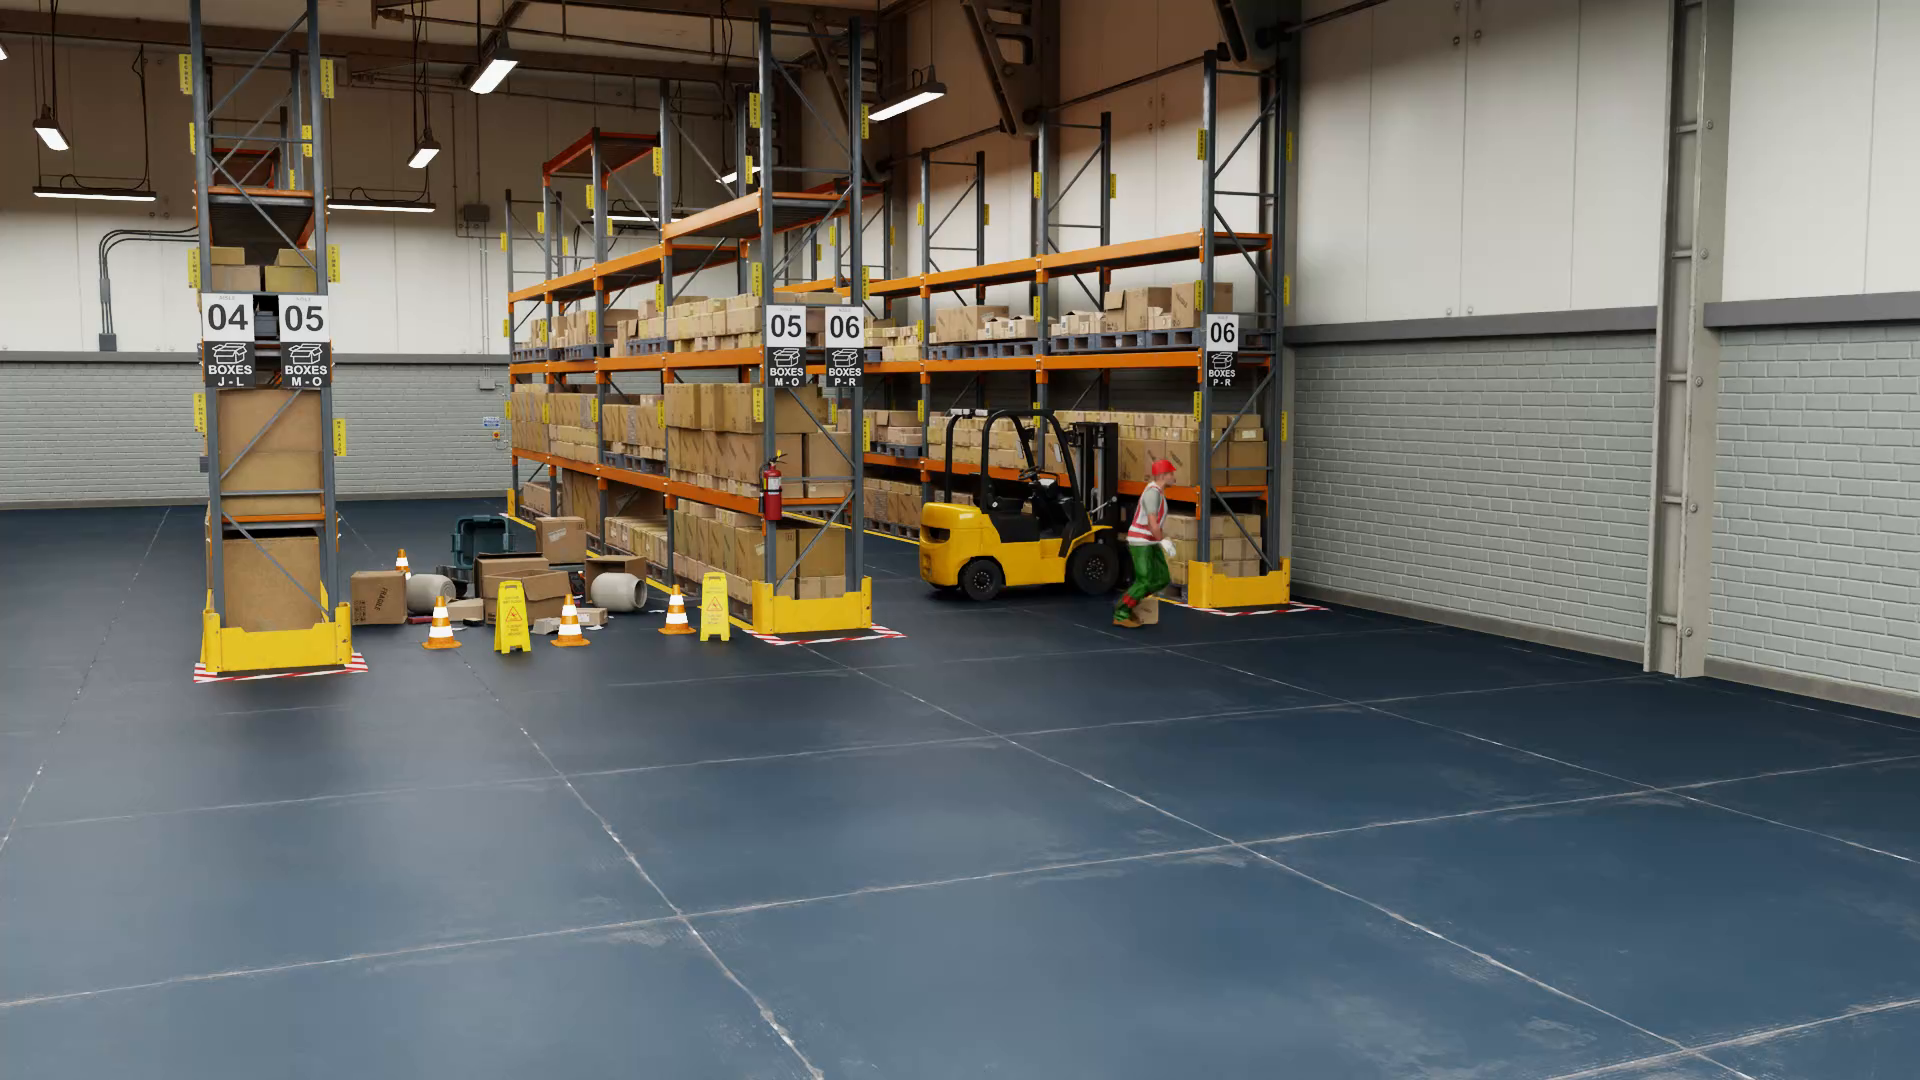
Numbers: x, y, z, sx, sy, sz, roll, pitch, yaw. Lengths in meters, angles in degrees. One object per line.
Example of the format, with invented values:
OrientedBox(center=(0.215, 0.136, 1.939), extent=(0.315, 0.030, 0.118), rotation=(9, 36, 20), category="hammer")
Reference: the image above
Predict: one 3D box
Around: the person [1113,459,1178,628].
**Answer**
OrientedBox(center=(1.885, 0.031, 16.743), extent=(0.647, 1.690, 0.700), rotation=(2, 6, 17), category="person")
